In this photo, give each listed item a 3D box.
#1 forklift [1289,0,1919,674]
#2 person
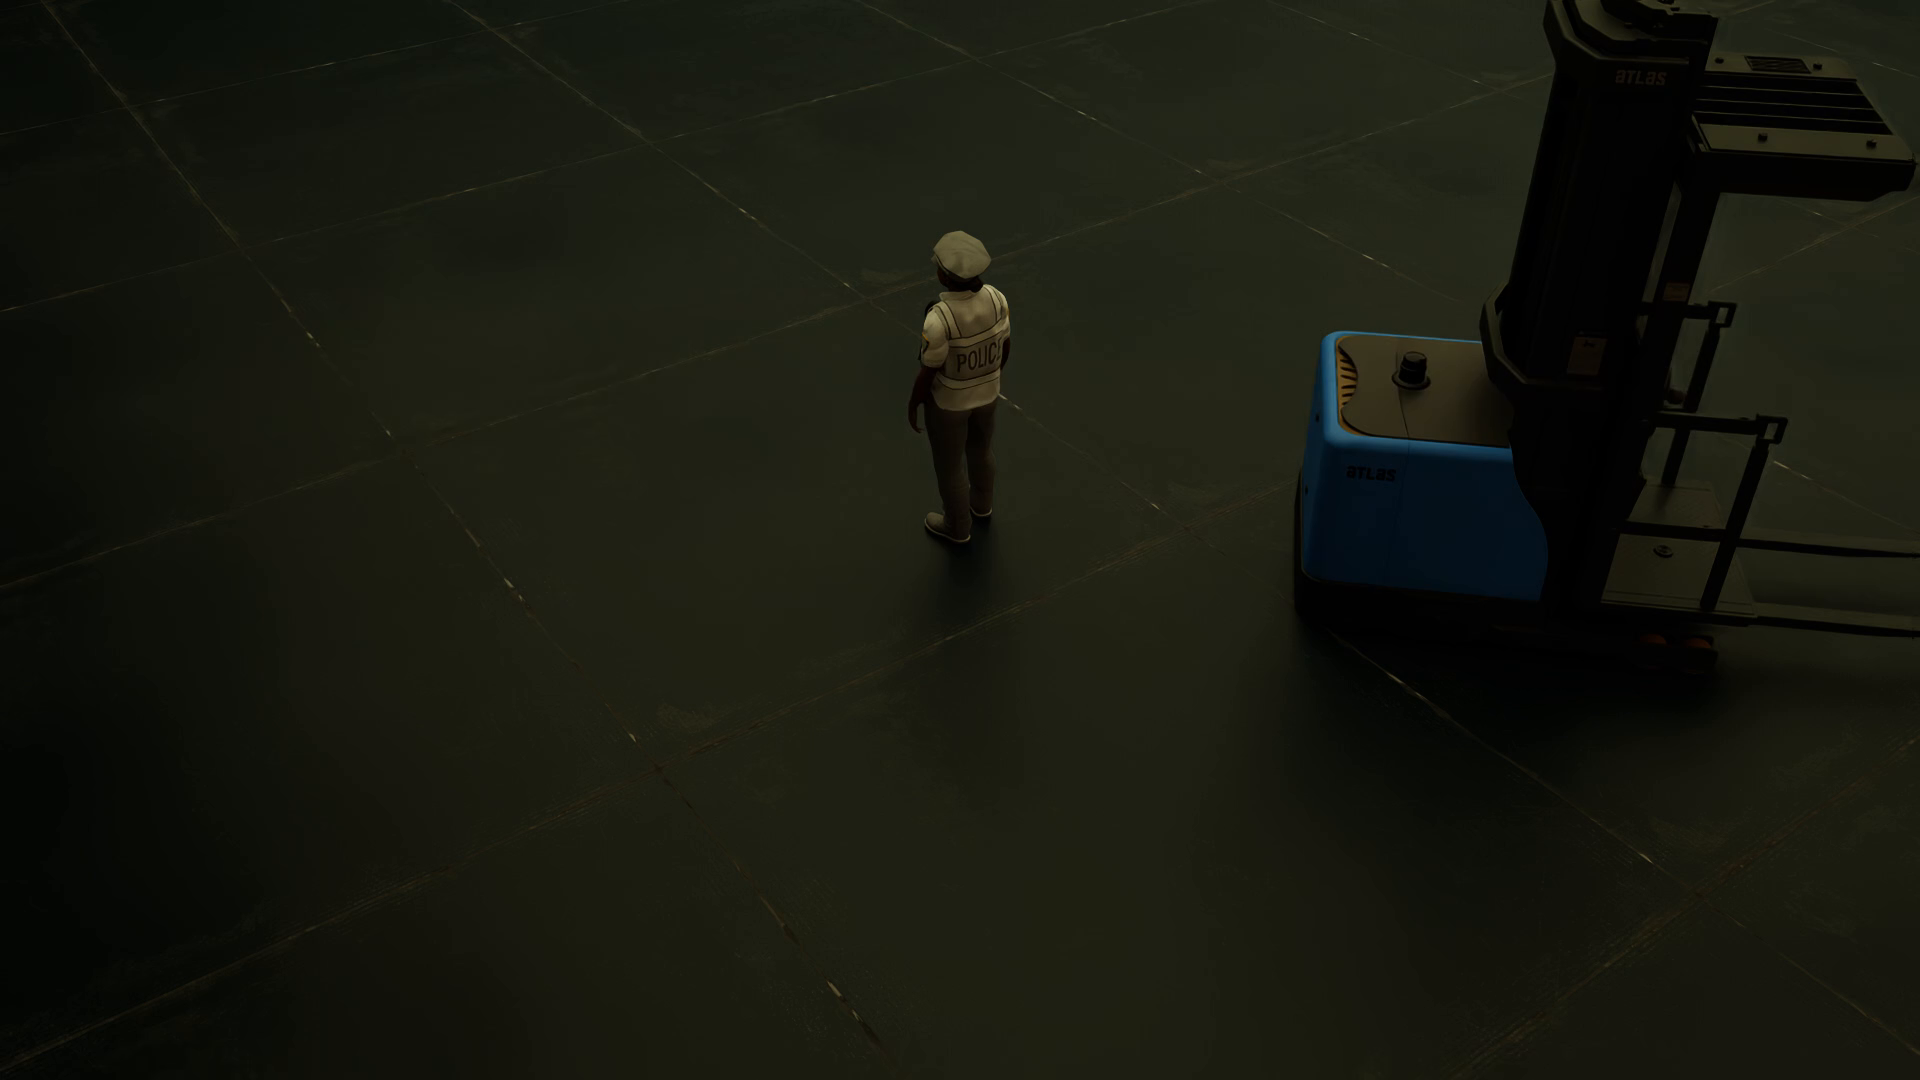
[{"bbox_3d":[3.120,-0.910,7.176,3.031,2.935,1.130,5,37,7],"label":"forklift"},{"bbox_3d":[-0.027,-0.731,7.960,0.569,1.696,0.528,-23,42,-28],"label":"person"}]
